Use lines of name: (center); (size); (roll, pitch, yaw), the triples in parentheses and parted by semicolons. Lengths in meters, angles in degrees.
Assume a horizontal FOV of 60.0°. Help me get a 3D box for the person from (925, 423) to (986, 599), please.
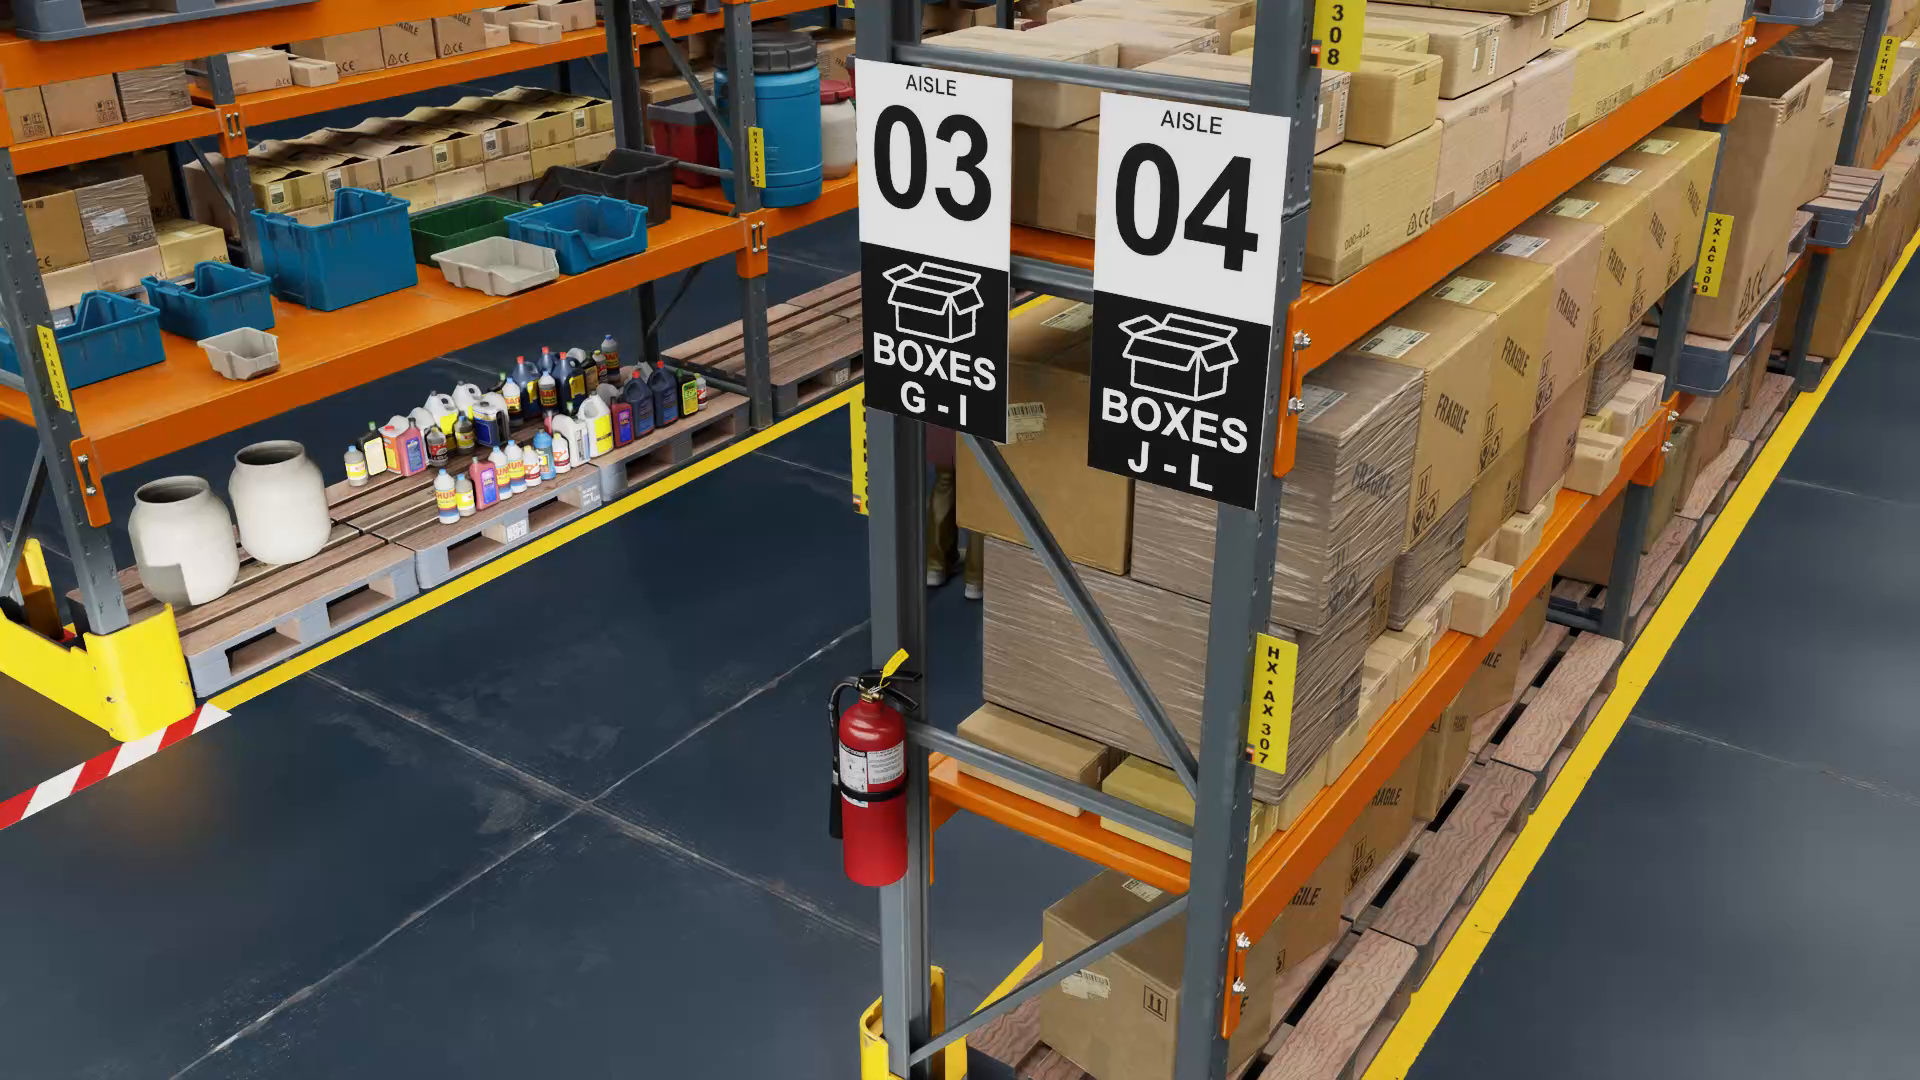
person: (0.024, -0.597, 7.851); (0.567, 1.766, 0.378); (18, 32, 31)
